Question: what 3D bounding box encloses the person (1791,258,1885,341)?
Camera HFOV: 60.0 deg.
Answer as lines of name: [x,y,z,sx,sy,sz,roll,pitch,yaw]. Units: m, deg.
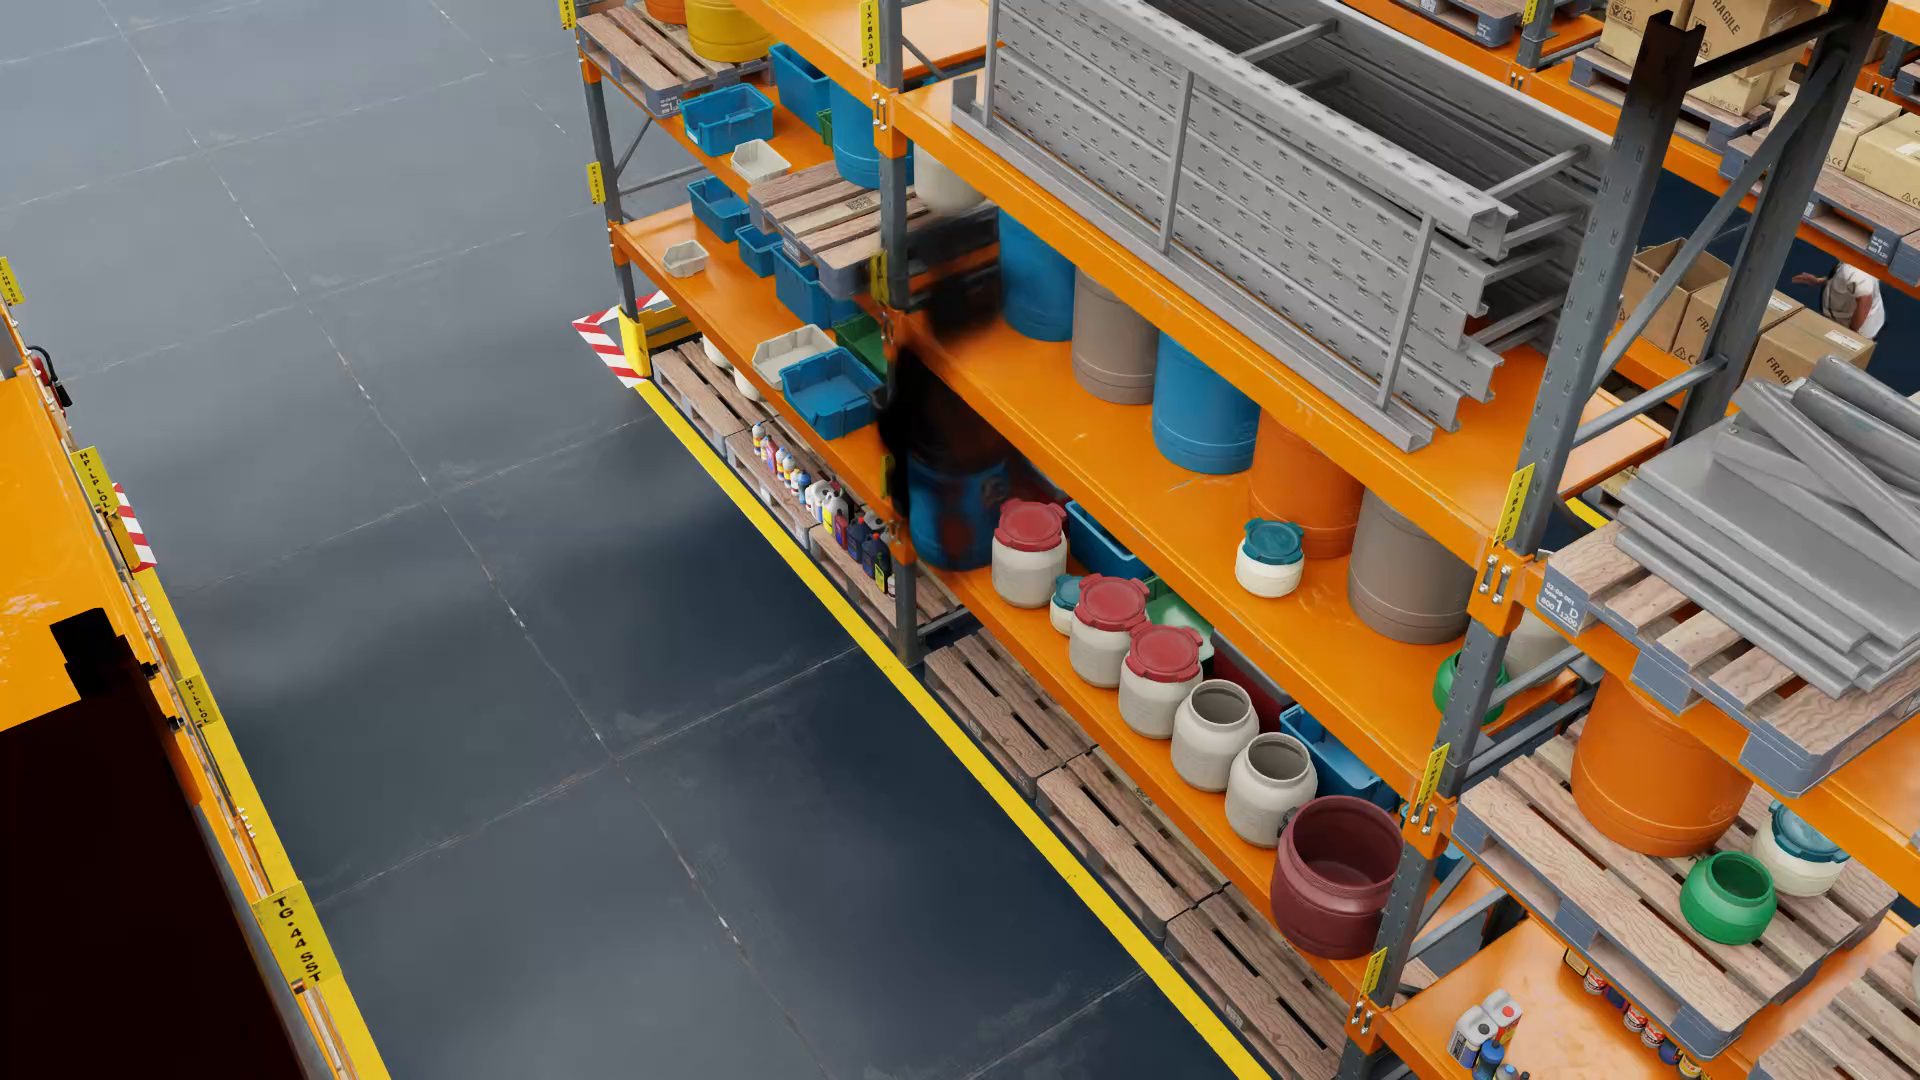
person: [6.498,-1.621,12.291,0.856,1.654,0.680,30,51,29]
